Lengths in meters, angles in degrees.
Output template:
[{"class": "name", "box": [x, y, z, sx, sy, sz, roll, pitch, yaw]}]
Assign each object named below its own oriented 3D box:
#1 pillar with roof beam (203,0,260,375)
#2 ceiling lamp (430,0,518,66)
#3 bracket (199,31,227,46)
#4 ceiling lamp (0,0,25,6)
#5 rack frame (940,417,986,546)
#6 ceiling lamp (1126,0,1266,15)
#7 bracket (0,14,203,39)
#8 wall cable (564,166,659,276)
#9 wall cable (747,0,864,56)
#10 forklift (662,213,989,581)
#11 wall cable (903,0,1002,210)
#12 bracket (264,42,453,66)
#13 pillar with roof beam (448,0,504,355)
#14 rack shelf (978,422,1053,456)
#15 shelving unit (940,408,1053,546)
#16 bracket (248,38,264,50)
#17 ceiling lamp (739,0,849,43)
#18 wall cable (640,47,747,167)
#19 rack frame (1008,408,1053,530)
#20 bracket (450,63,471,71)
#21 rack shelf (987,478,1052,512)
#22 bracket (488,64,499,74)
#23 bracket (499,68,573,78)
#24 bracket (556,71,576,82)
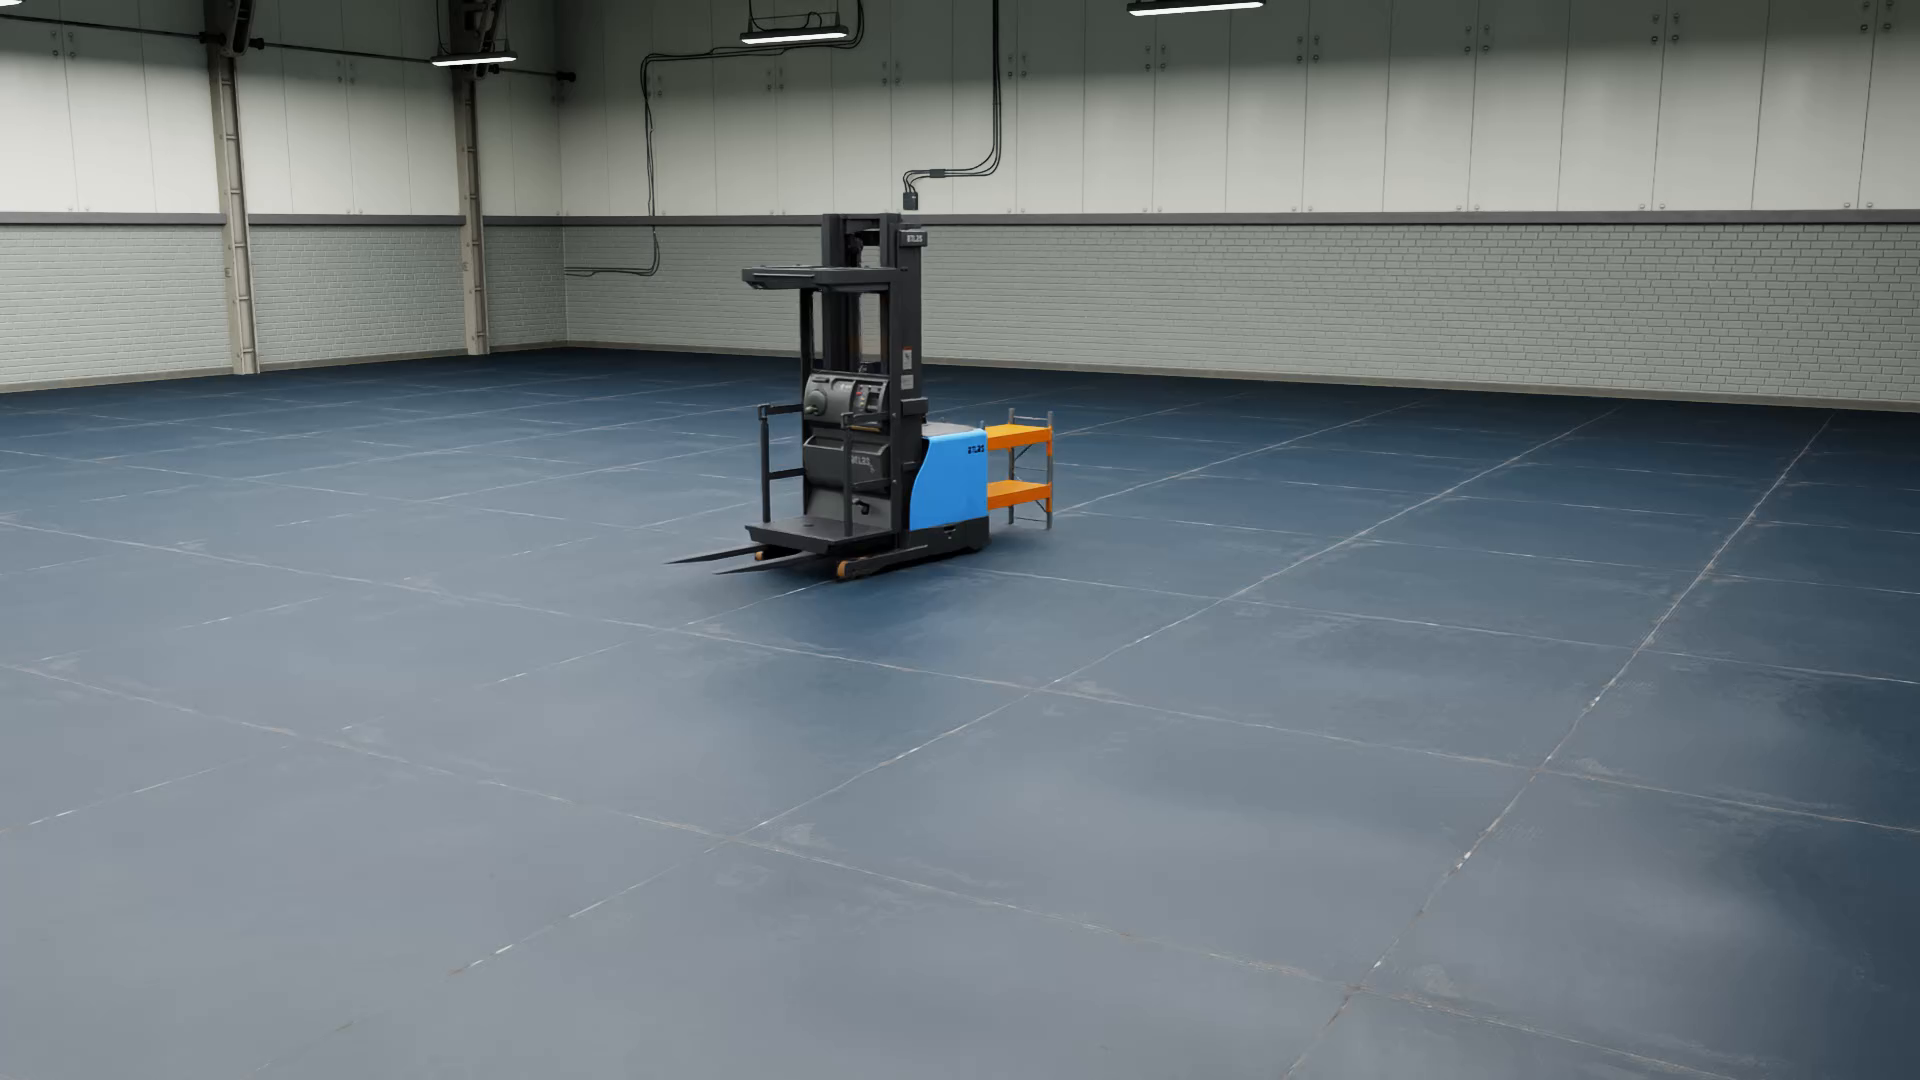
[{"class": "pillar with roof beam", "box": [-10.388, -7.294, 29.758, 9.100, 9.000, 0.548, 6, 12, 31]}, {"class": "ceiling lamp", "box": [-8.899, -10.457, 30.788, 2.000, 3.185, 0.800, 6, 12, 31]}, {"class": "bracket", "box": [-13.979, -9.376, 31.094, 0.235, 0.232, 0.430, 6, 12, 31]}, {"class": "ceiling lamp", "box": [-13.629, -9.024, 23.135, 2.000, 3.185, 0.800, 6, 12, 31]}, {"class": "rack frame", "box": [0.025, -0.530, 15.023, 0.500, 1.125, 0.032, 9, 14, 39]}, {"class": "ceiling lamp", "box": [3.451, -9.076, 23.414, 2.000, 3.185, 0.800, 6, 12, 31]}, {"class": "bracket", "box": [-15.317, -8.970, 28.930, 0.076, 0.066, 4.783, 6, 12, 31]}, {"class": "wall cable", "box": [-8.292, -7.460, 39.081, 3.097, 2.526, 0.112, 6, 12, 31]}, {"class": "wall cable", "box": [-3.335, -11.624, 35.238, 3.097, 2.526, 0.112, 6, 12, 31]}, {"class": "forklift", "box": [-1.097, -1.215, 13.773, 1.130, 2.935, 3.031, 9, 14, 41]}, {"class": "wall cable", "box": [-0.187, -9.748, 33.625, 2.305, 6.003, 0.169, 6, 12, 31]}, {"class": "bracket", "box": [-12.202, -9.914, 33.970, 0.076, 0.066, 4.783, 6, 12, 31]}, {"class": "pillar with roof beam", "box": [-7.273, -8.238, 34.799, 9.100, 9.000, 0.548, 6, 12, 31]}, {"class": "rack shelf", "box": [0.347, -0.890, 15.356, 0.538, 0.278, 1.000, 9, 14, 39]}, {"class": "shelving unit", "box": [0.347, -0.602, 15.410, 0.538, 1.125, 1.048, 9, 14, 39]}, {"class": "bracket", "box": [-13.548, -9.506, 31.791, 0.235, 0.232, 0.430, 6, 12, 31]}, {"class": "ceiling lamp", "box": [-2.583, -9.751, 27.017, 2.000, 3.185, 0.800, 6, 12, 31]}, {"class": "wall cable", "box": [-5.980, -9.684, 37.236, 3.097, 2.526, 0.112, 6, 12, 31]}, {"class": "rack frame", "box": [0.669, -0.675, 15.796, 0.500, 1.125, 0.032, 9, 14, 39]}, {"class": "bracket", "box": [-10.864, -10.319, 36.134, 0.235, 0.232, 0.430, 6, 12, 31]}, {"class": "rack shelf", "box": [0.347, -0.362, 15.455, 0.538, 0.278, 1.000, 9, 14, 39]}, {"class": "bracket", "box": [-10.433, -10.450, 36.832, 0.235, 0.232, 0.430, 6, 12, 31]}, {"class": "bracket", "box": [-9.509, -10.730, 38.326, 0.076, 0.066, 3.189, 6, 12, 31]}, {"class": "bracket", "box": [-9.203, -10.823, 38.823, 0.235, 0.232, 0.430, 6, 12, 31]}]
